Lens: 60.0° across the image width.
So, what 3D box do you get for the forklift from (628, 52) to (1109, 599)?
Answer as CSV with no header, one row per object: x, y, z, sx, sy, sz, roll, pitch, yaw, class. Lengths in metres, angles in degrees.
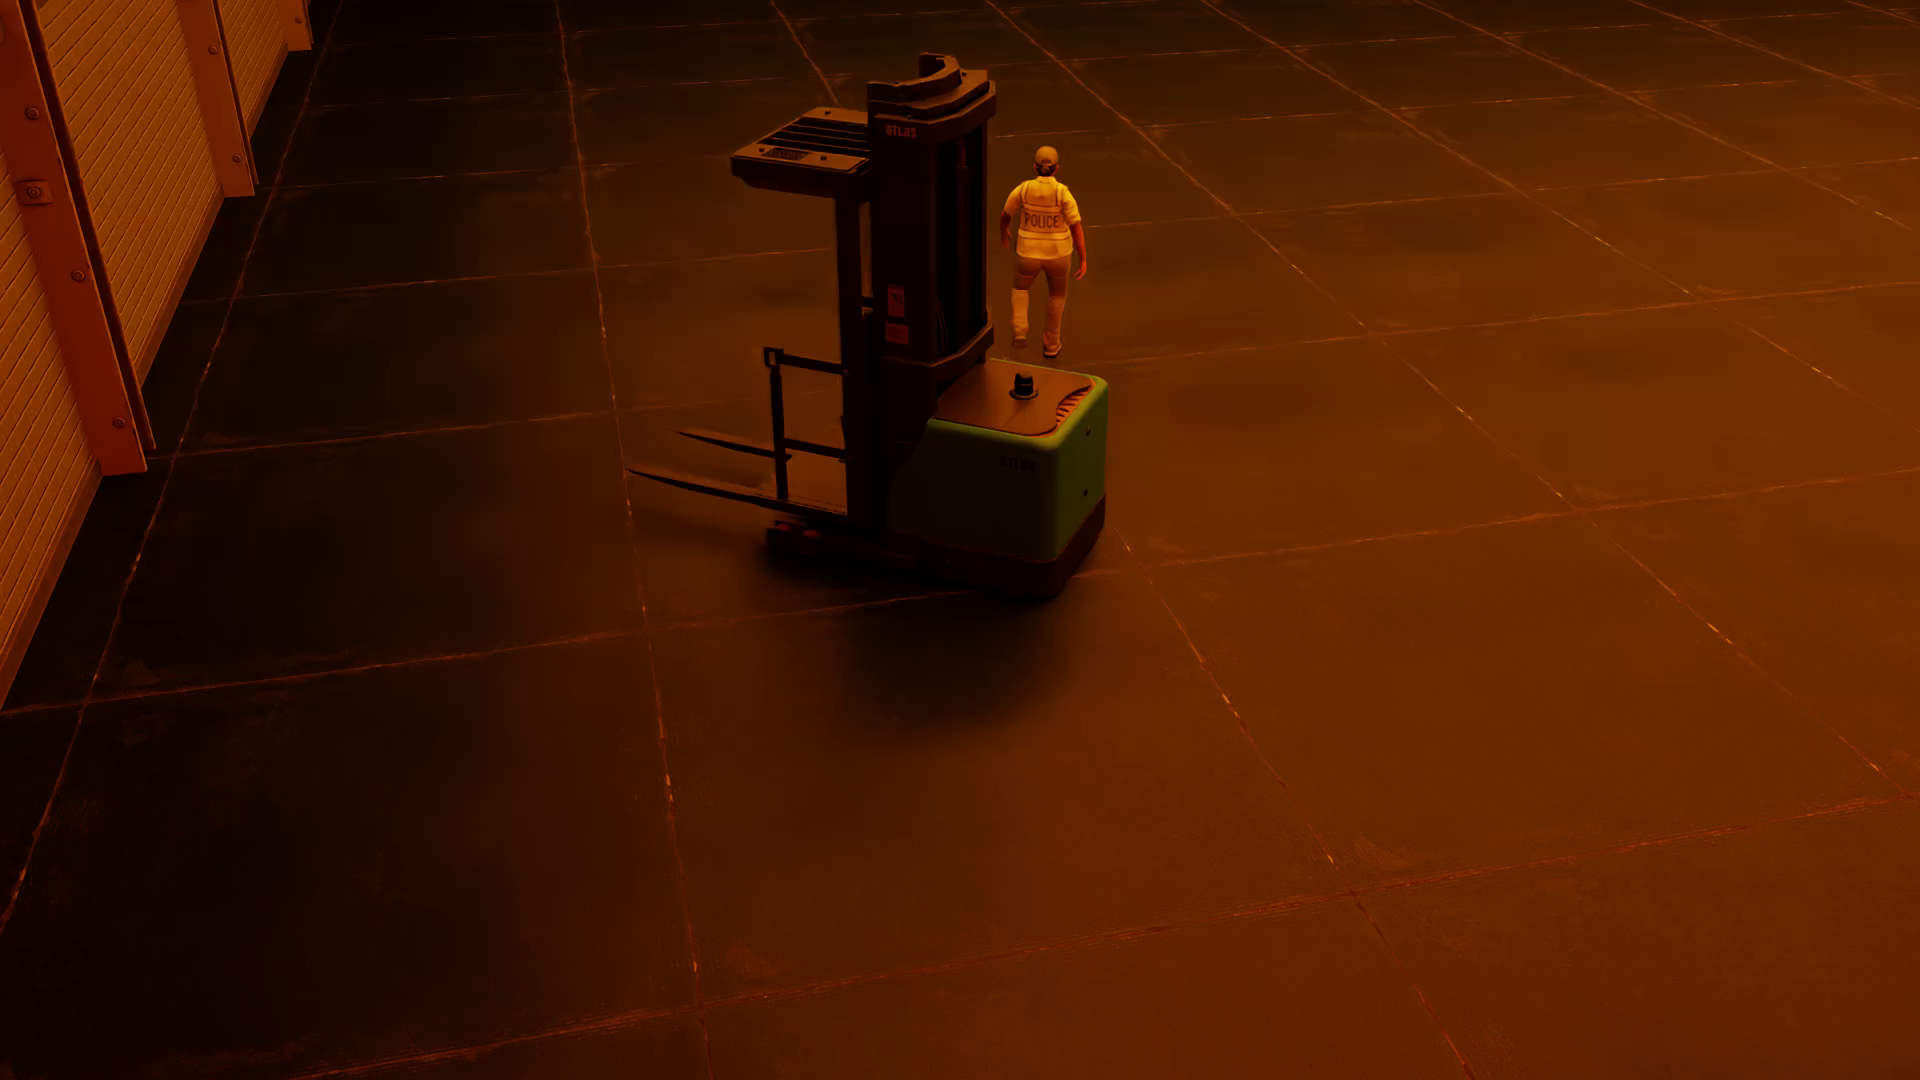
-0.652,-1.394,9.982,3.031,2.935,1.130,12,32,20,forklift

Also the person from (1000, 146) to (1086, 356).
0.625,-2.162,12.600,0.689,1.647,0.494,5,30,8,person
